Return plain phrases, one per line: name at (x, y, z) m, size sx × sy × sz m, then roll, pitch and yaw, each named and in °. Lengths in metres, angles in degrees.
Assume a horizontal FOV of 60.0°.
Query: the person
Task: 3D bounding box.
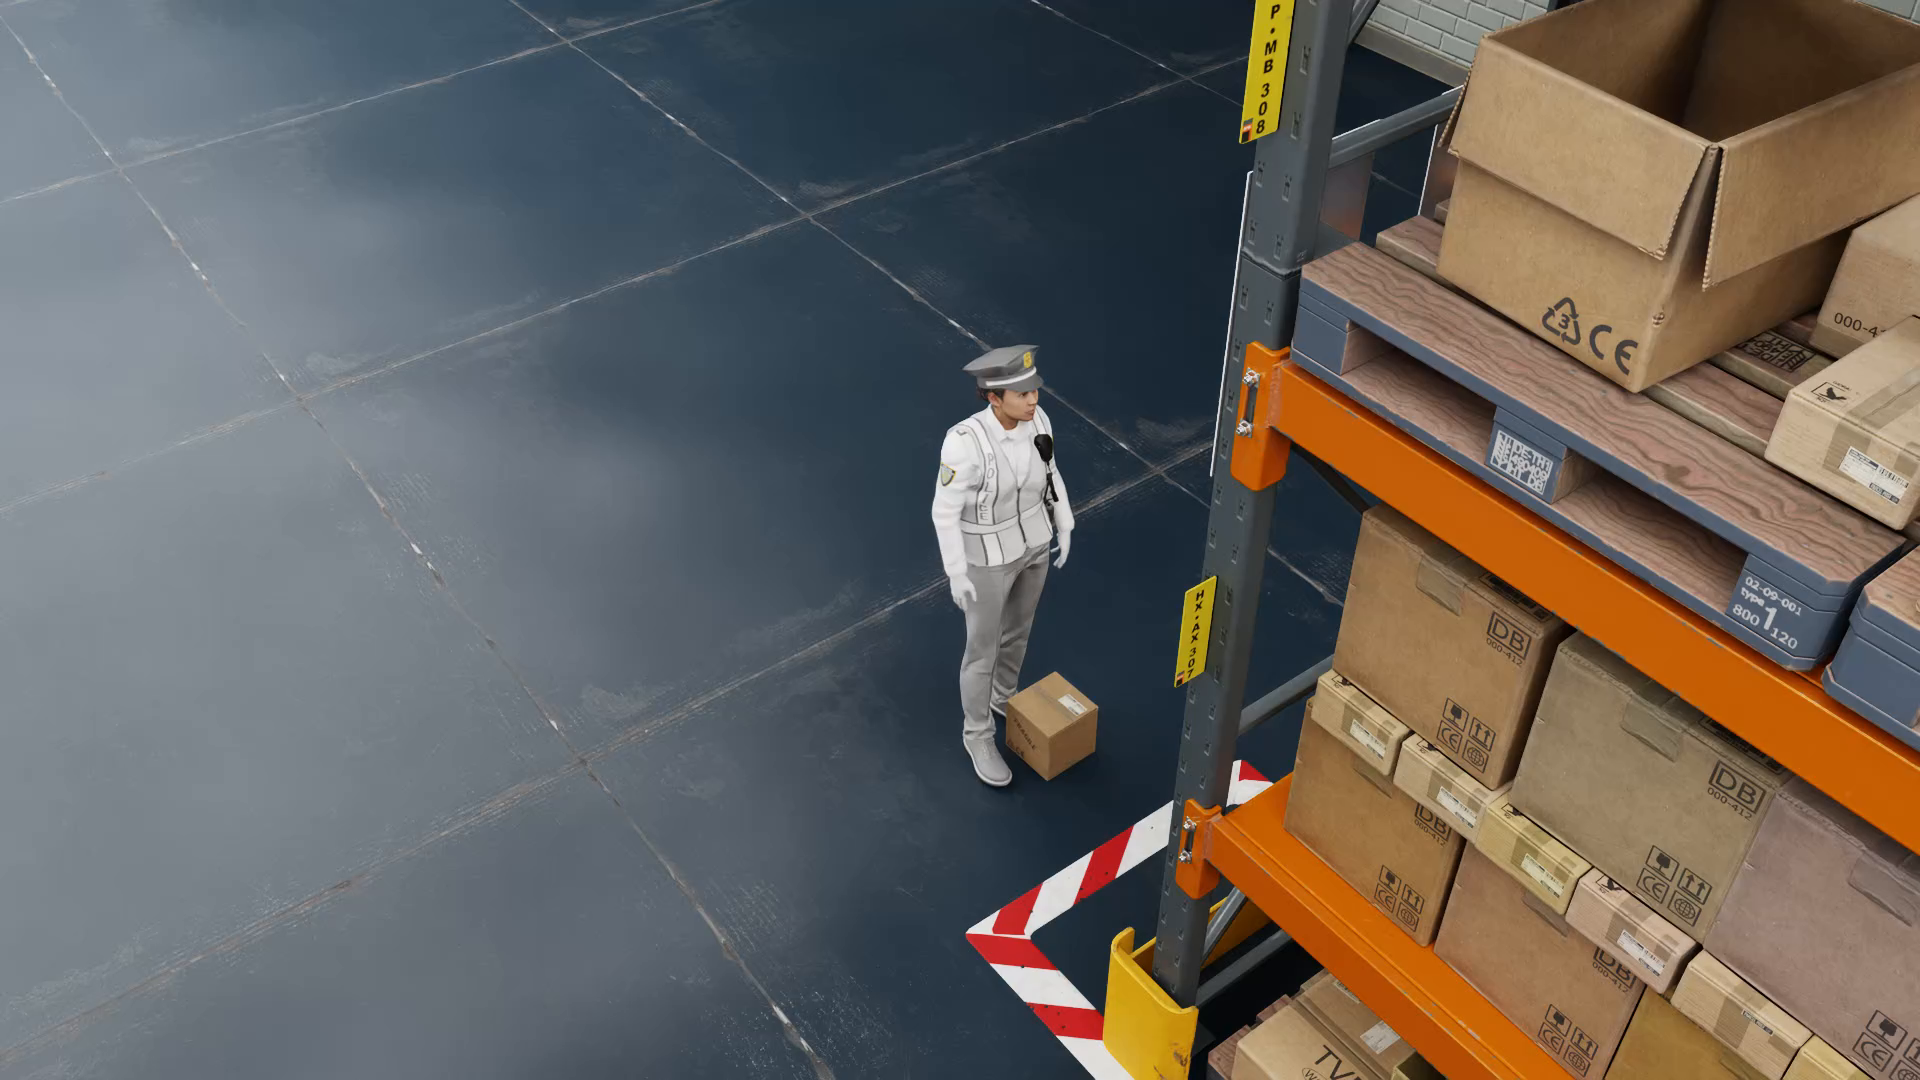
person at (0.204, 0.067, 6.040) m, size 0.586 × 1.694 × 0.531 m, roll -26°, pitch 47°, yaw -27°
